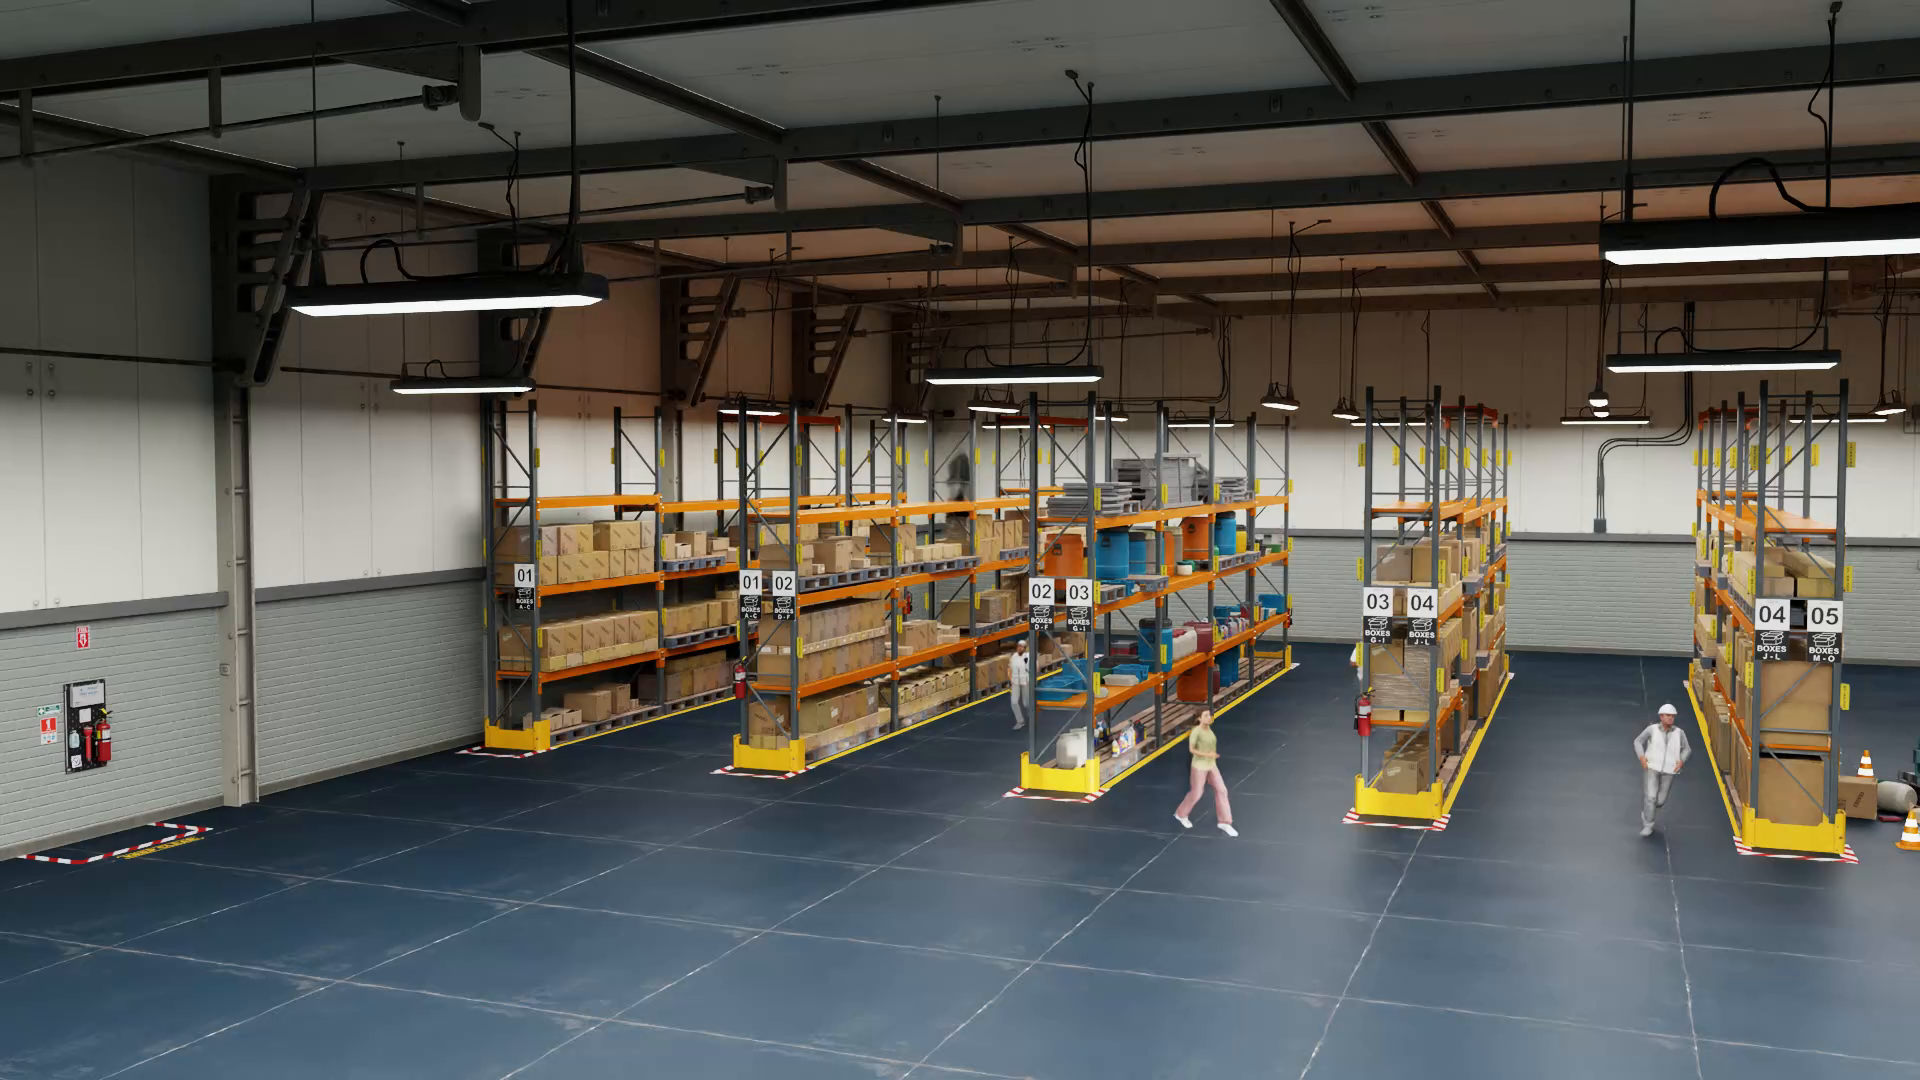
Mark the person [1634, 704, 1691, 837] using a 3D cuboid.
[{"bbox_3d":[9.392,3.048,22.242,0.713,1.732,0.756,1,3,13],"label":"person"}]

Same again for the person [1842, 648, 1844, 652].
[{"bbox_3d":[17.886,2.526,34.351,0.521,1.567,0.540,0,3,5],"label":"person"}]

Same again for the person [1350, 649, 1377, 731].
[{"bbox_3d":[7.560,2.578,30.748,0.690,1.788,0.892,1,3,12],"label":"person"}]

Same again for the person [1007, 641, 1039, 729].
[{"bbox_3d":[1.168,2.681,30.984,0.632,1.632,0.622,1,3,19],"label":"person"}]

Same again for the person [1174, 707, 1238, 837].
[{"bbox_3d":[3.241,3.052,22.094,0.582,1.680,0.948,-3,4,-45],"label":"person"}]
